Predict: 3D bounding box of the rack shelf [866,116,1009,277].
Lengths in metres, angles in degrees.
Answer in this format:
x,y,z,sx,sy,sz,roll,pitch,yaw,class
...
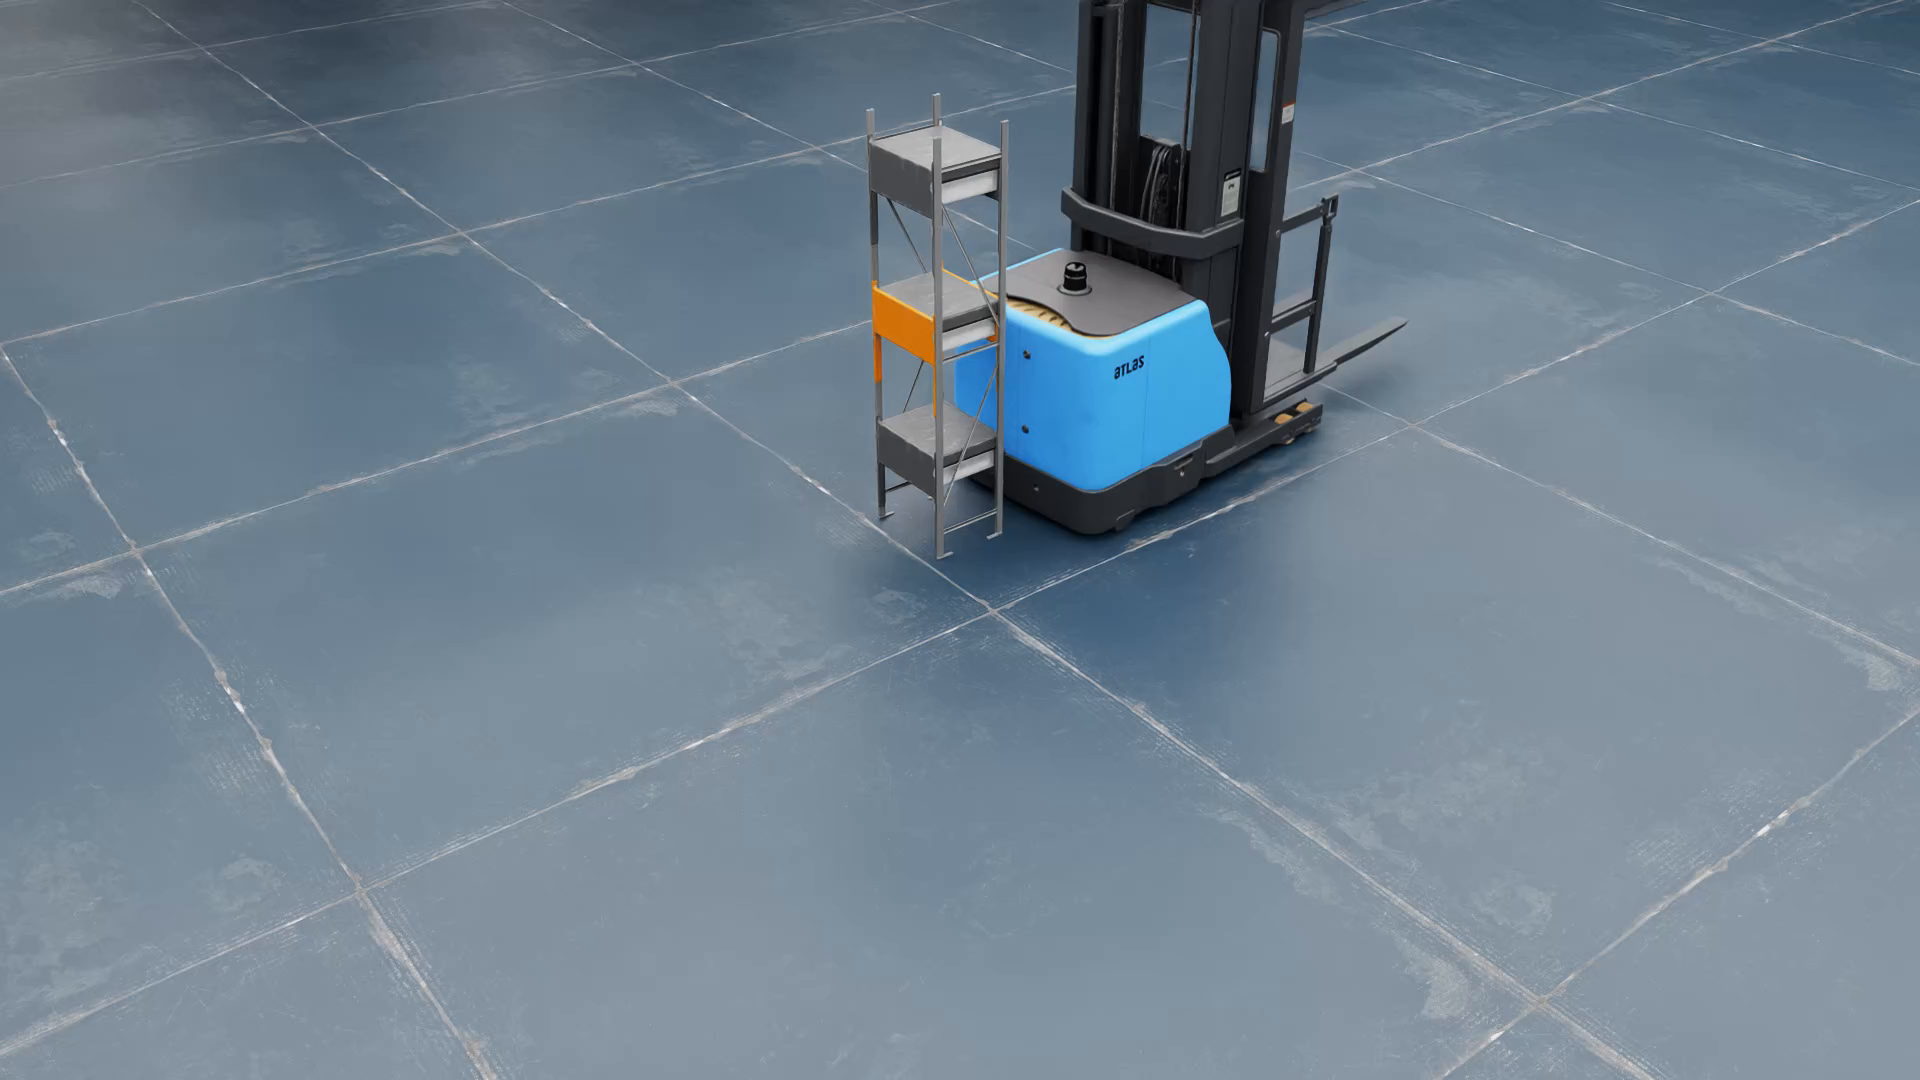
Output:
x,y,z,sx,sy,sz,roll,pitch,yaw,class
-0.101,-1.544,7.445,0.431,0.518,0.480,-22,38,-31,rack shelf

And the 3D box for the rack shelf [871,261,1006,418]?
x,y,z,sx,sy,sz,roll,pitch,yaw,class
-0.101,-0.949,7.814,0.431,0.518,0.480,-22,38,-31,rack shelf

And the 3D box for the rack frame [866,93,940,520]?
x,y,z,sx,sy,sz,roll,pitch,yaw,class
-0.251,-1.063,7.971,0.400,2.100,0.015,-22,38,-31,rack frame

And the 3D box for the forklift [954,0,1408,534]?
x,y,z,sx,sy,sz,roll,pitch,yaw,class
1.362,-1.942,8.599,3.031,2.935,1.130,-27,41,-36,forklift

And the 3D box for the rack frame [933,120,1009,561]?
x,y,z,sx,sy,sz,roll,pitch,yaw,class
0.048,-0.859,7.643,0.400,2.100,0.015,-22,38,-31,rack frame

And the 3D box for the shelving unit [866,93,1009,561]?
x,y,z,sx,sy,sz,roll,pitch,yaw,class
-0.101,-0.961,7.807,0.431,2.100,0.503,-22,38,-31,shelving unit

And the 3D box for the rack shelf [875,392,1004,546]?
x,y,z,sx,sy,sz,roll,pitch,yaw,class
-0.102,-0.355,8.184,0.431,0.518,0.480,-22,38,-31,rack shelf
